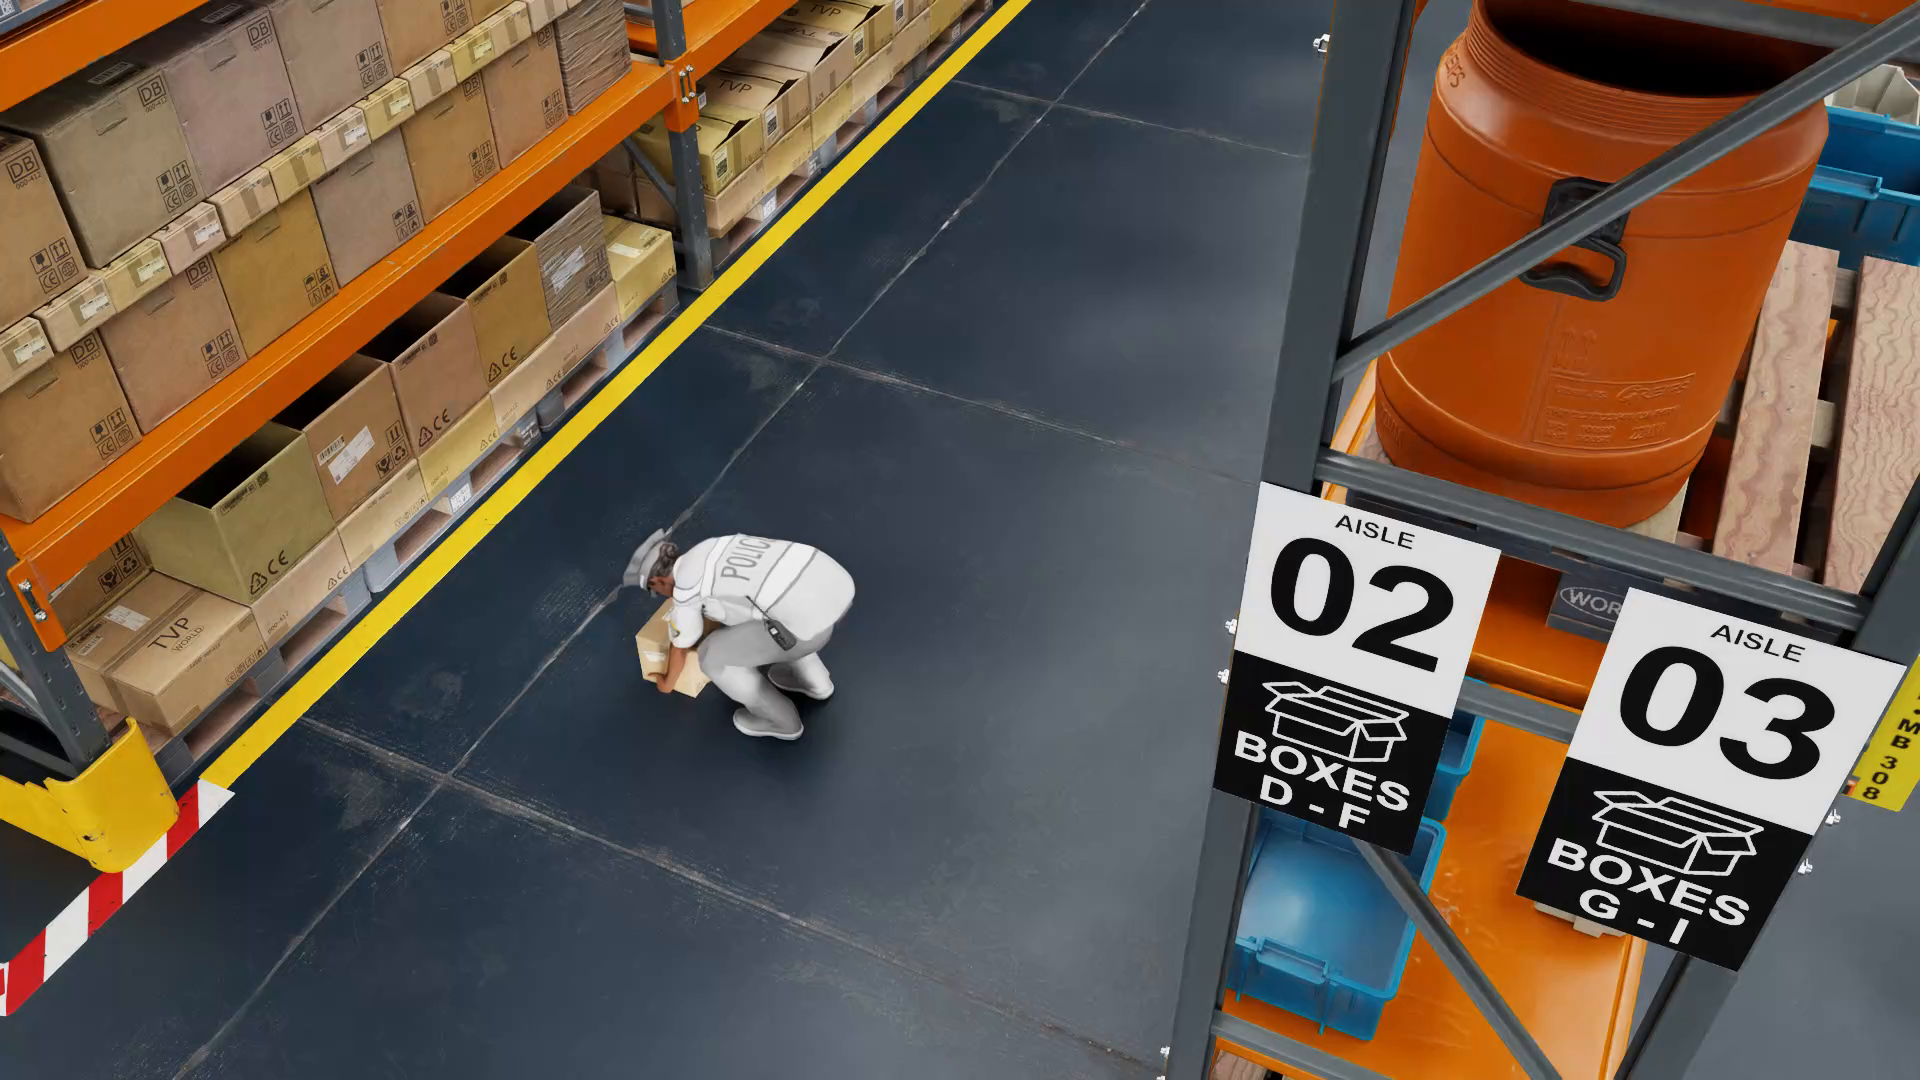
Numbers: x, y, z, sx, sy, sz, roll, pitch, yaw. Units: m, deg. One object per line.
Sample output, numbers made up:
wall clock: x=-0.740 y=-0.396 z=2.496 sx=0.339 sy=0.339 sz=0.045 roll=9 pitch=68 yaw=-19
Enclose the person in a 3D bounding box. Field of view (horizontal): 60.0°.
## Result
person: x=-0.852 y=0.335 z=6.446 sx=0.921 sy=0.823 sz=0.471 roll=16 pitch=45 yaw=17
